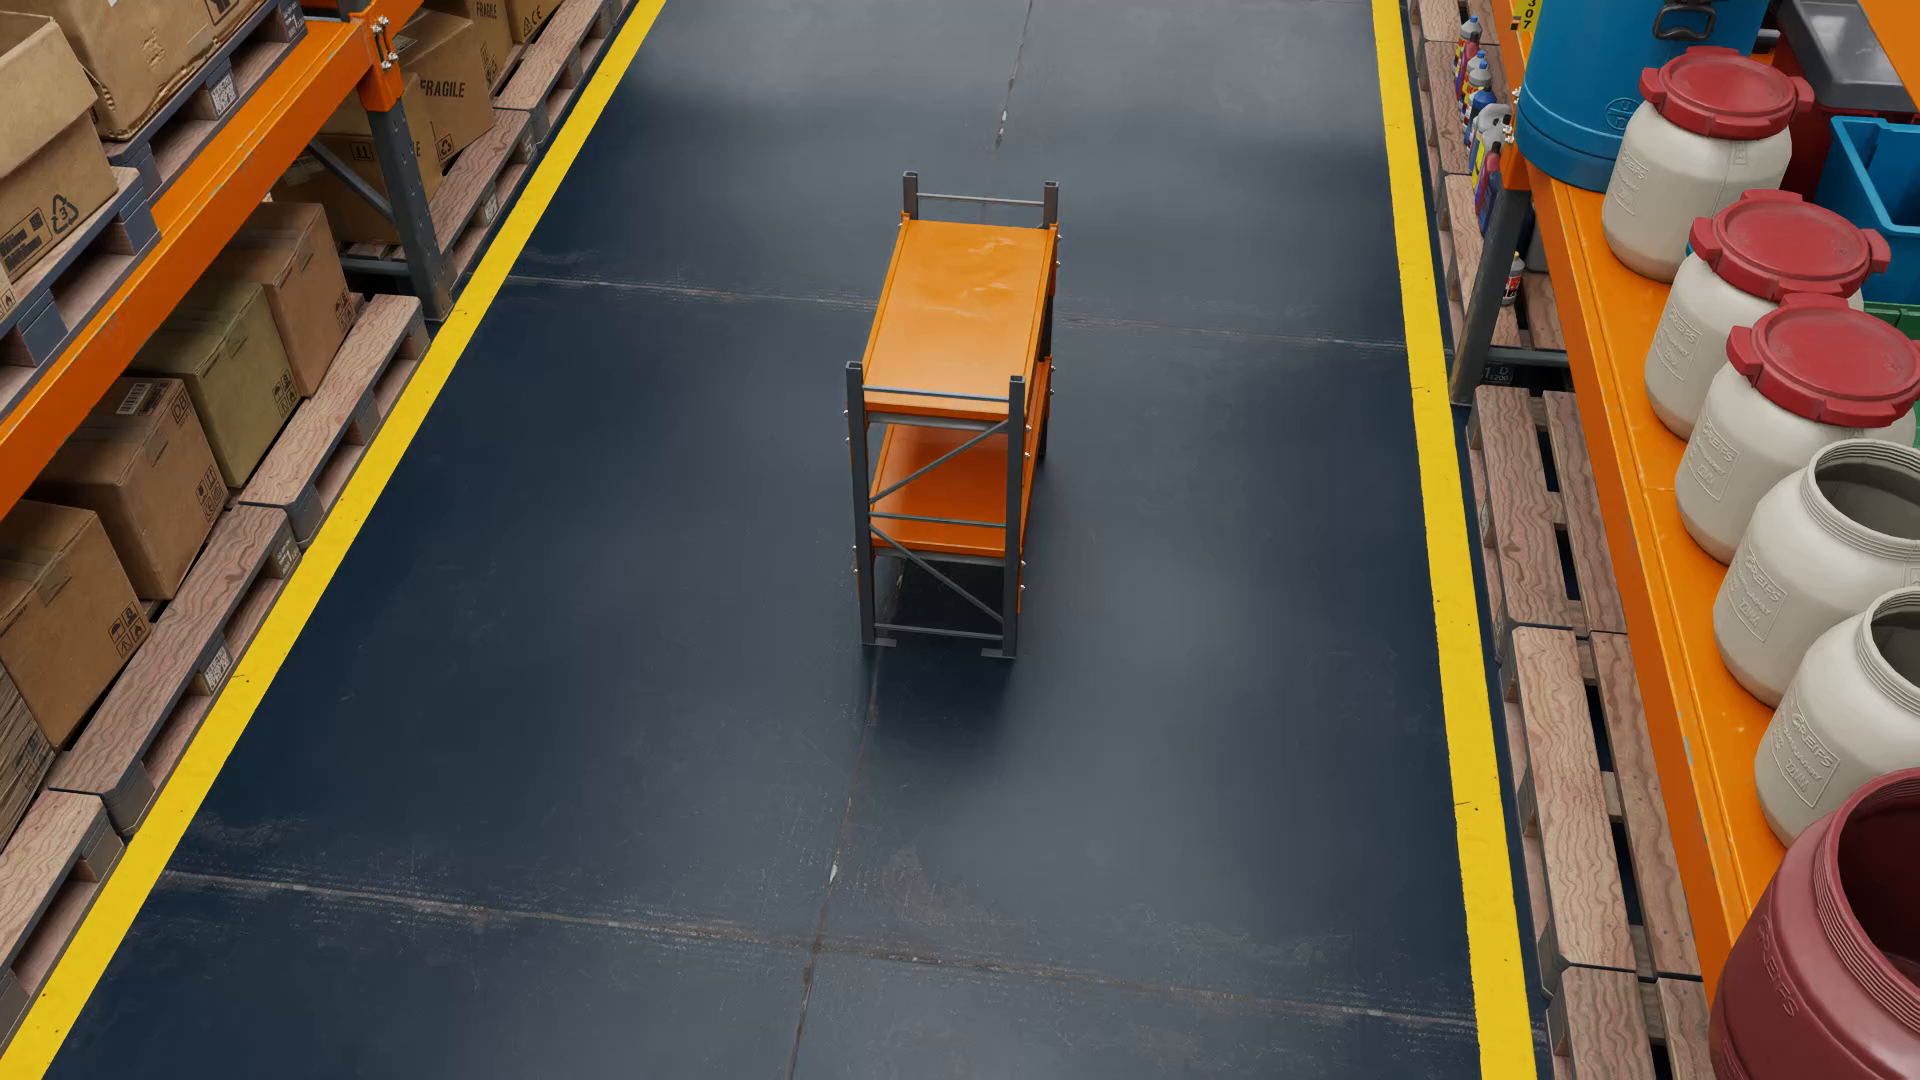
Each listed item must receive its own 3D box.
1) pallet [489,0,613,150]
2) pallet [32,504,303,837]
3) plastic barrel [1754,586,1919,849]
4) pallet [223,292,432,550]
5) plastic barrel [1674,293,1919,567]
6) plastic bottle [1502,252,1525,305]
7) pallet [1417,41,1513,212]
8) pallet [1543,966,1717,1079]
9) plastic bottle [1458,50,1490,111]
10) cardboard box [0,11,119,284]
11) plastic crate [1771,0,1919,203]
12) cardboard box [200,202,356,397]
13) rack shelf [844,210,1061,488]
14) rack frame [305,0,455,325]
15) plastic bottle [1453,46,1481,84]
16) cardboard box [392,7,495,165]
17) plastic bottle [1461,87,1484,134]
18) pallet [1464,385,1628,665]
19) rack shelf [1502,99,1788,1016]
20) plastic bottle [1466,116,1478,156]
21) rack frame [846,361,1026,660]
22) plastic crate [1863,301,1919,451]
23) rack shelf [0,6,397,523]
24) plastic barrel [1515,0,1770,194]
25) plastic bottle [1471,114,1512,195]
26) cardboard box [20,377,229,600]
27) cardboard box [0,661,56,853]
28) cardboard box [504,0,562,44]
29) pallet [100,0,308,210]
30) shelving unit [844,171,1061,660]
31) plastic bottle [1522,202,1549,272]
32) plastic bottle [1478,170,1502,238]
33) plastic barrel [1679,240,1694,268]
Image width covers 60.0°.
[{"bbox_3d":[-2.342,-2.322,8.049,1.003,0.211,1.213,5,44,6],"label":"pallet"},{"bbox_3d":[-2.815,0.337,5.240,1.003,0.211,1.213,5,44,6],"label":"pallet"},{"bbox_3d":[1.750,0.375,3.091,0.421,0.512,0.421,0,43,0],"label":"plastic barrel"},{"bbox_3d":[-2.656,-0.497,6.121,1.003,0.211,1.213,5,44,6],"label":"pallet"},{"bbox_3d":[1.857,-0.212,3.693,0.433,0.535,0.433,0,43,0],"label":"plastic barrel"},{"bbox_3d":[2.094,-1.009,6.349,0.097,0.201,0.097,0,43,0],"label":"plastic bottle"},{"bbox_3d":[2.644,-1.865,7.566,1.003,0.211,1.213,5,44,6],"label":"pallet"},{"bbox_3d":[1.967,1.625,3.881,1.003,0.211,1.213,5,44,6],"label":"pallet"},{"bbox_3d":[2.290,-2.044,7.391,0.097,0.271,0.097,0,43,0],"label":"plastic bottle"},{"bbox_3d":[-2.692,-1.040,4.286,0.797,0.503,0.637,9,44,10],"label":"cardboard box"},{"bbox_3d":[2.594,-1.255,4.847,0.402,0.464,0.583,5,44,6],"label":"plastic crate"},{"bbox_3d":[-2.657,-0.875,5.991,0.700,0.500,0.500,2,43,2],"label":"cardboard box"},{"bbox_3d":[-0.001,-0.616,5.157,0.538,0.278,1.000,5,44,6],"label":"rack shelf"},{"bbox_3d":[-2.555,-2.040,5.723,1.000,3.000,0.127,5,44,6],"label":"rack frame"},{"bbox_3d":[2.321,-2.181,7.588,0.097,0.201,0.097,0,43,0],"label":"plastic bottle"},{"bbox_3d":[-2.394,-1.945,7.135,0.500,0.500,0.500,19,46,19],"label":"cardboard box"},{"bbox_3d":[2.263,-1.883,7.272,0.097,0.201,0.097,0,43,0],"label":"plastic bottle"},{"bbox_3d":[2.289,-0.038,5.637,1.003,0.211,1.213,5,44,6],"label":"pallet"},{"bbox_3d":[2.090,0.035,4.055,1.077,0.370,4.000,5,44,6],"label":"rack shelf"},{"bbox_3d":[2.236,-1.743,7.124,0.097,0.201,0.097,0,43,0],"label":"plastic bottle"},{"bbox_3d":[-0.068,-0.057,4.992,0.500,1.125,0.032,5,44,6],"label":"rack frame"},{"bbox_3d":[2.404,-0.300,4.039,0.450,0.188,0.662,5,44,6],"label":"plastic crate"},{"bbox_3d":[-2.819,-0.416,4.531,1.077,0.370,4.000,5,44,6],"label":"rack shelf"},{"bbox_3d":[2.003,-1.536,4.826,0.600,0.901,0.708,5,44,6],"label":"plastic barrel"},{"bbox_3d":[2.222,-1.604,6.869,0.144,0.351,0.185,5,44,5],"label":"plastic bottle"},{"bbox_3d":[-2.813,-0.171,5.247,0.700,0.500,0.500,2,43,2],"label":"cardboard box"},{"bbox_3d":[-2.954,0.596,4.436,0.700,0.500,0.500,2,43,2],"label":"cardboard box"},{"bbox_3d":[-2.272,-2.751,7.987,0.500,0.500,0.500,9,44,9],"label":"cardboard box"},{"bbox_3d":[-2.800,-1.463,5.253,1.003,0.211,1.213,5,44,6],"label":"pallet"},{"bbox_3d":[-0.001,-0.404,5.358,0.538,1.125,1.048,5,44,6],"label":"shelving unit"},{"bbox_3d":[2.297,-1.240,6.484,0.144,0.351,0.185,5,44,6],"label":"plastic bottle"},{"bbox_3d":[2.180,-1.383,6.636,0.144,0.351,0.185,3,44,3],"label":"plastic bottle"},{"bbox_3d":[2.028,-0.651,4.357,0.301,0.262,0.301,0,43,0],"label":"plastic barrel"}]
